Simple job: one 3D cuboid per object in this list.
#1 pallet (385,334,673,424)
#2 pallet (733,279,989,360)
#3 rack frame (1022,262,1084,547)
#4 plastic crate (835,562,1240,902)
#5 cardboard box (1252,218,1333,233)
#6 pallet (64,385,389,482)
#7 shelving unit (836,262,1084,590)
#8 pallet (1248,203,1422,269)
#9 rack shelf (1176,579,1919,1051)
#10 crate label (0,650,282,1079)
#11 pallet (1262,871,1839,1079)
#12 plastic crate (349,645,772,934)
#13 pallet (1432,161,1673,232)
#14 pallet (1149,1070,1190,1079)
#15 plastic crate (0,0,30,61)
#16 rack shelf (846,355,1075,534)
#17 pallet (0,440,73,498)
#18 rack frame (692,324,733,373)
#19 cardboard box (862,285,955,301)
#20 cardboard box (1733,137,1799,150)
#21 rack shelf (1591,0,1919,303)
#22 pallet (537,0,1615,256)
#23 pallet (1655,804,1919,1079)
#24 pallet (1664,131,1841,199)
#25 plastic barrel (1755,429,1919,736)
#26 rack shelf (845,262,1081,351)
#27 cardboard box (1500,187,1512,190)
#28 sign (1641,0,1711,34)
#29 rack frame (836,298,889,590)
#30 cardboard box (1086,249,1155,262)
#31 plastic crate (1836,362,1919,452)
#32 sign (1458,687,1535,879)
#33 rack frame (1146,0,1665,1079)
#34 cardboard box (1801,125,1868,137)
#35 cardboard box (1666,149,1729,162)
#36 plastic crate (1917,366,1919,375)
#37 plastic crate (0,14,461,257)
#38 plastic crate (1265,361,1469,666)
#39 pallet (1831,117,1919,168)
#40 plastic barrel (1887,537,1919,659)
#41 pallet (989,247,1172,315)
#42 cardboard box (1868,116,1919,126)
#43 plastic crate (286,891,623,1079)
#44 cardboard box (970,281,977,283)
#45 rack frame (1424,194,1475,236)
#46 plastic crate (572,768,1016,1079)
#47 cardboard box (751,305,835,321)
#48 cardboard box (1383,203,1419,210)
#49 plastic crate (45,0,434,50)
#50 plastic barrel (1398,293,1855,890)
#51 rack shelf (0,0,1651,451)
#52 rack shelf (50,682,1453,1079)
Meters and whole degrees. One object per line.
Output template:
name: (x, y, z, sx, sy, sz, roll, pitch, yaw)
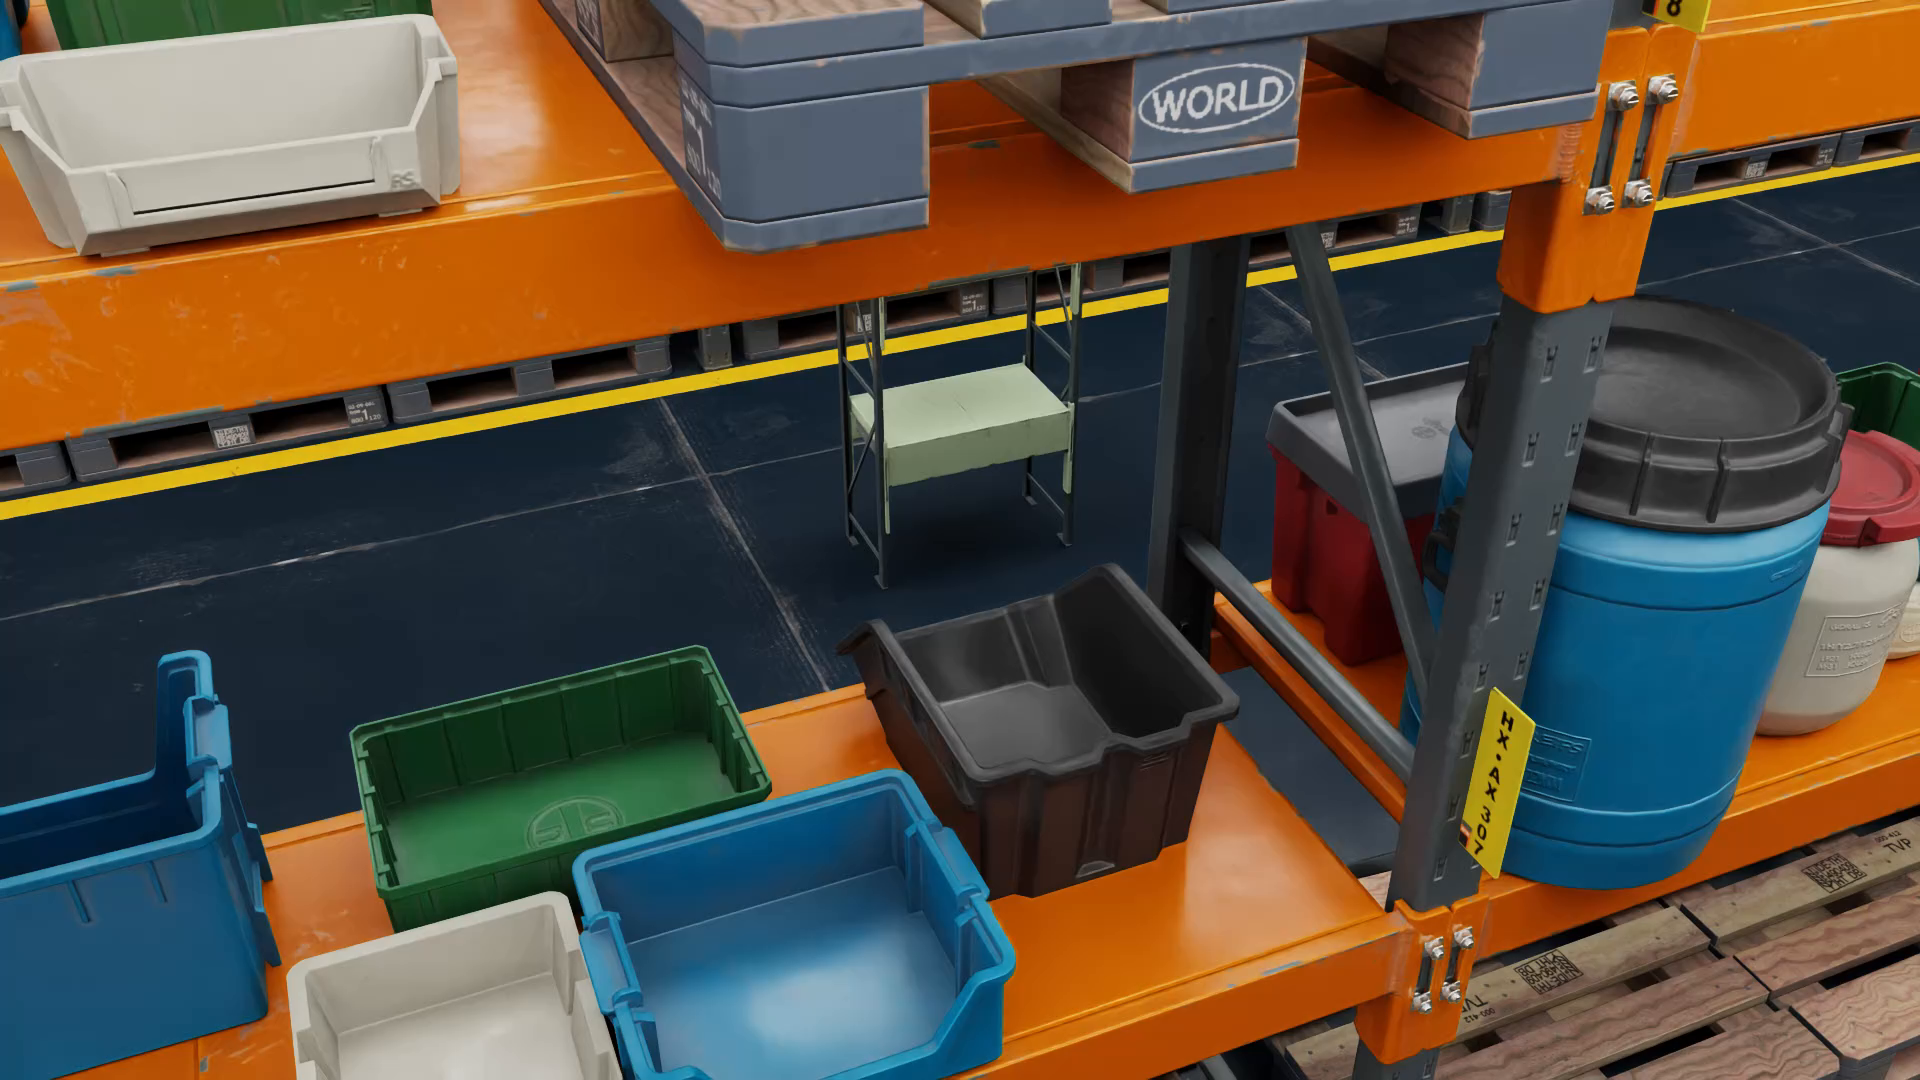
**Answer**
pallet: (-2.015, -0.949, 7.515, 1.213, 0.211, 1.003, -13, 35, -19)
pallet: (-0.601, -1.271, 8.010, 1.213, 0.211, 1.003, -13, 35, -19)
rack frame: (0.331, -0.704, 5.958, 0.023, 1.500, 0.400, -13, 35, -19)
plastic crate: (0.117, 0.299, 3.096, 0.504, 0.338, 0.767, -13, 35, -19)
cardboard box: (1.558, -1.788, 8.384, 0.500, 0.250, 0.500, -13, 35, -19)
pallet: (-3.142, -0.690, 7.116, 1.213, 0.211, 1.003, -13, 35, -19)
shelving unit: (-0.006, -0.627, 5.839, 0.755, 1.500, 0.431, -13, 35, -19)
pallet: (1.649, -1.786, 8.802, 1.213, 0.211, 1.003, -13, 35, -19)
rack shelf: (2.493, 0.106, 3.996, 4.000, 0.370, 1.077, -13, 35, -19)
crate label: (-1.447, 0.532, 2.650, 0.616, 0.435, 0.502, -13, 35, -19)
pallet: (1.358, 1.210, 4.196, 1.213, 0.211, 1.003, -13, 35, -19)
plastic crate: (-0.712, 0.460, 2.987, 0.662, 0.188, 0.450, -13, 35, -19)
pallet: (3.126, -2.079, 9.252, 1.213, 0.211, 1.003, -13, 35, -19)
pallet: (0.013, 1.516, 3.726, 1.213, 0.211, 1.003, -13, 35, -19)
plastic crate: (-1.398, -0.733, 1.891, 0.575, 0.384, 0.392, -13, 35, -19)
rack shelf: (-0.006, -0.354, 6.017, 0.720, 0.370, 0.431, -13, 35, -19)
pallet: (-4.265, -0.434, 6.723, 1.213, 0.211, 1.003, -13, 35, -19)
rack frame: (-1.265, -2.265, 6.980, 0.127, 3.000, 1.000, -13, 35, -19)
cardboard box: (-0.326, -1.356, 7.720, 0.500, 0.250, 0.500, -12, 35, -18)
cardboard box: (4.377, -2.528, 9.273, 0.500, 0.500, 0.500, -14, 36, -21)
rack shelf: (2.493, -1.151, 3.178, 4.000, 0.370, 1.077, -13, 35, -19)
pallet: (0.021, -0.750, 2.075, 1.003, 0.211, 1.213, -13, 35, -19)
pallet: (2.484, 0.951, 4.595, 1.213, 0.211, 1.003, -13, 35, -19)
pallet: (4.249, -2.335, 9.645, 1.213, 0.211, 1.003, -13, 35, -19)
plastic barrel: (1.616, 0.078, 3.255, 0.433, 0.535, 0.433, 0, 33, 0)
rack shelf: (-0.006, -0.954, 5.626, 0.720, 0.370, 0.431, -13, 35, -19)
cardboard box: (2.953, -2.198, 8.767, 0.500, 0.500, 0.500, -11, 35, -17)
sign: (0.851, -0.755, 1.902, 0.005, 0.325, 0.100, -13, 35, -19)
rack frame: (-0.344, -0.550, 5.720, 0.023, 1.500, 0.400, -13, 35, -19)
cardboard box: (0.620, -1.574, 8.055, 0.500, 0.250, 0.500, -12, 35, -18)
plastic crate: (2.145, -0.194, 3.992, 0.662, 0.188, 0.450, -13, 35, -19)
sign: (0.851, 0.390, 2.647, 0.005, 0.325, 0.100, -13, 35, -19)
rack frame: (0.649, 0.227, 3.151, 0.127, 3.000, 1.000, -13, 35, -19)
cardboard box: (4.845, -2.636, 9.440, 0.500, 0.500, 0.500, -12, 35, -18)
cardboard box: (3.898, -2.415, 9.100, 0.500, 0.500, 0.500, -13, 35, -20)
plastic crate: (2.728, -0.457, 4.144, 0.583, 0.464, 0.402, -13, 35, -19)
plastic crate: (-0.675, -0.378, 1.572, 0.396, 0.136, 0.243, -13, 35, -19)
plastic crate: (0.977, -0.056, 3.527, 0.583, 0.464, 0.402, -13, 35, -19)
pallet: (5.375, -2.594, 10.044, 1.213, 0.211, 1.003, -13, 35, -19)
plastic barrel: (1.928, 0.082, 3.500, 0.301, 0.262, 0.301, 0, 33, 0)
pallet: (0.525, -1.531, 8.409, 1.213, 0.211, 1.003, -13, 35, -19)
cardboard box: (5.308, -2.742, 9.602, 0.500, 0.500, 0.500, -13, 35, -19)
plastic crate: (-0.750, 0.808, 2.500, 0.437, 0.136, 0.530, -13, 35, -19)
cardboard box: (0.151, -1.467, 7.890, 0.500, 0.250, 0.500, -14, 36, -20)
rack frame: (2.423, -3.109, 8.278, 0.127, 3.000, 1.000, -13, 35, -19)
plastic crate: (-0.267, 0.659, 2.623, 0.616, 0.251, 0.499, -13, 35, -19)
cardboard box: (-0.798, -1.249, 7.555, 0.500, 0.250, 0.500, -14, 35, -20)
cardboard box: (2.032, -1.899, 8.554, 0.500, 0.250, 0.500, -12, 35, -18)
plastic crate: (-0.912, -0.745, 2.089, 0.450, 0.188, 0.336, -13, 35, -19)
plastic barrel: (1.122, 0.087, 2.906, 0.708, 0.901, 0.600, -13, 35, -19)
rack shelf: (-1.195, -0.307, 1.880, 4.000, 0.370, 1.077, -13, 35, -19)
rack shelf: (-1.195, 0.951, 2.698, 4.000, 0.370, 1.077, -13, 35, -19)
